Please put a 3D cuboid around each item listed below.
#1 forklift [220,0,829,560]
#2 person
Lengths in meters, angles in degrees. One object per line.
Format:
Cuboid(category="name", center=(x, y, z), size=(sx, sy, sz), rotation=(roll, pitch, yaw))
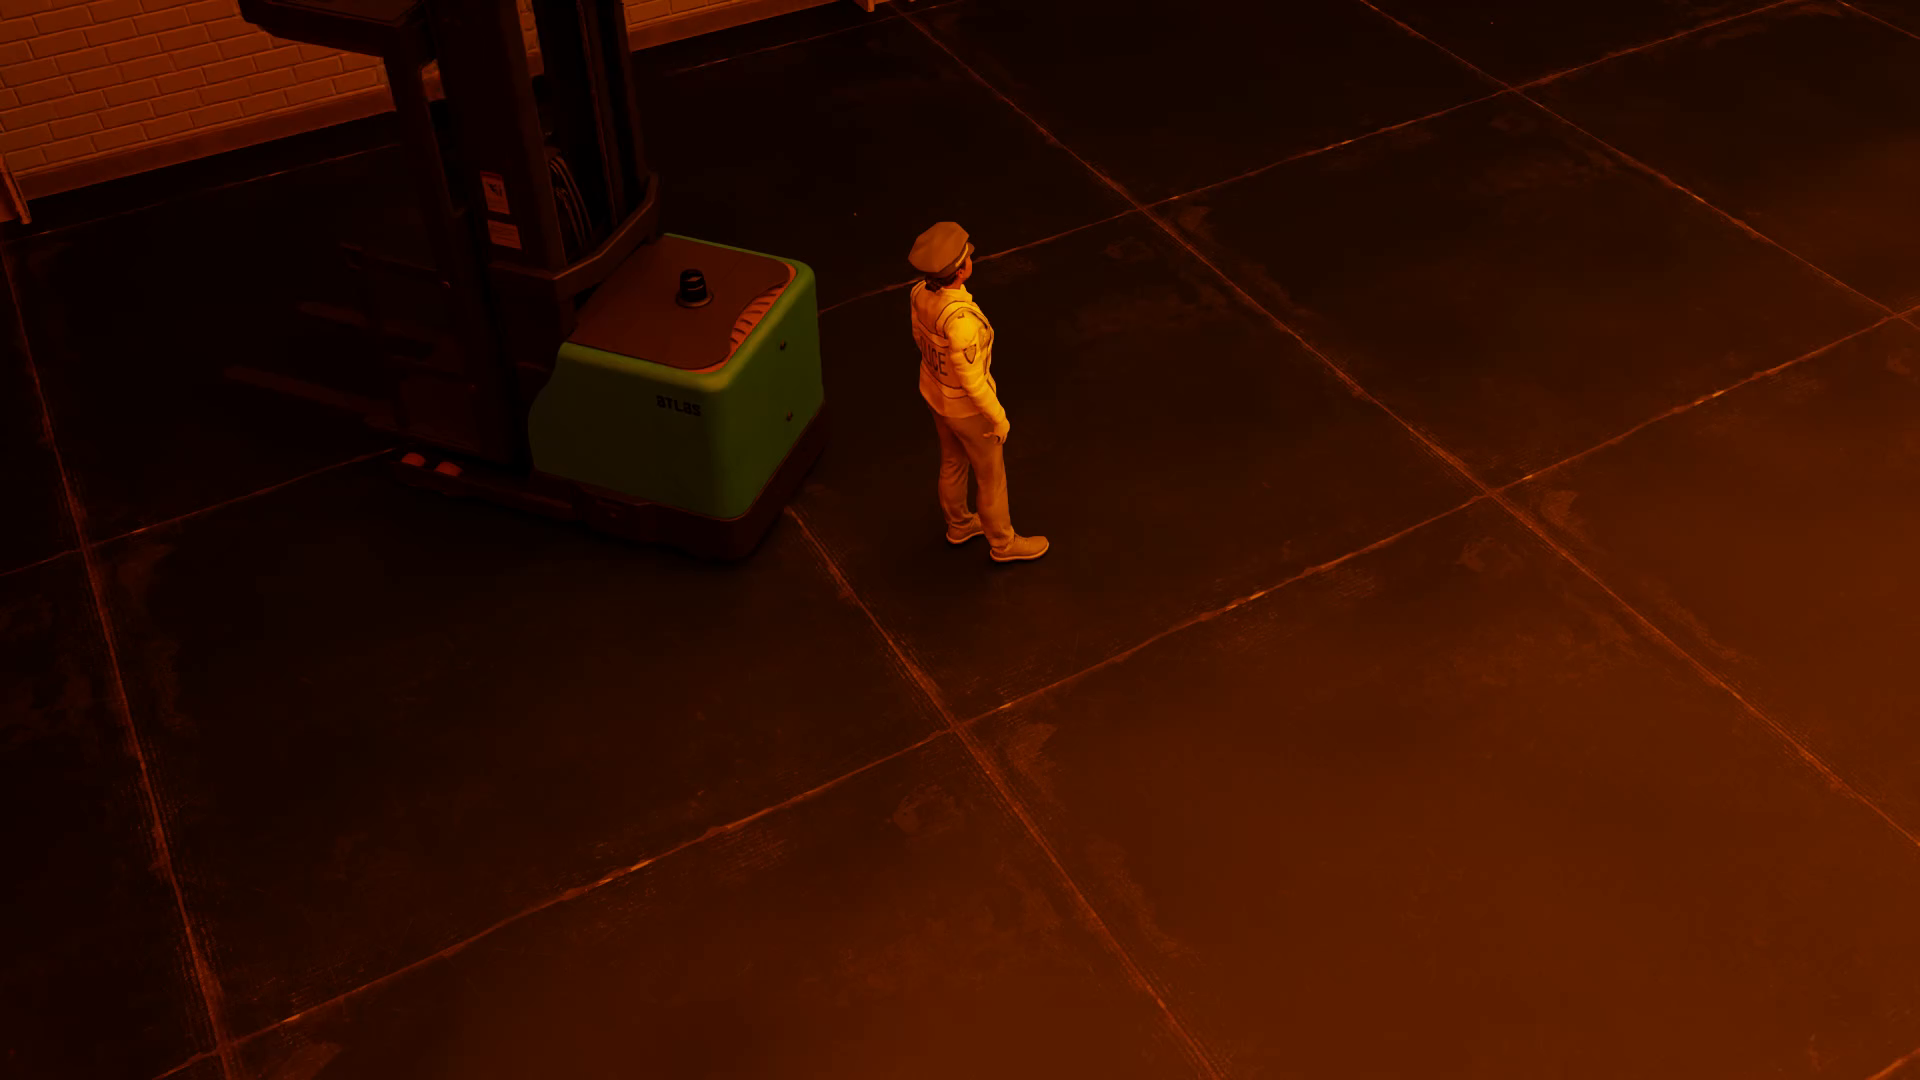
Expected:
Cuboid(category="forklift", center=(-2.224, -1.608, 7.432), size=(3.031, 2.935, 1.130), rotation=(14, 45, 15))
Cuboid(category="person", center=(0.064, -0.646, 7.293), size=(0.529, 1.694, 0.587), rotation=(-21, 47, -21))
